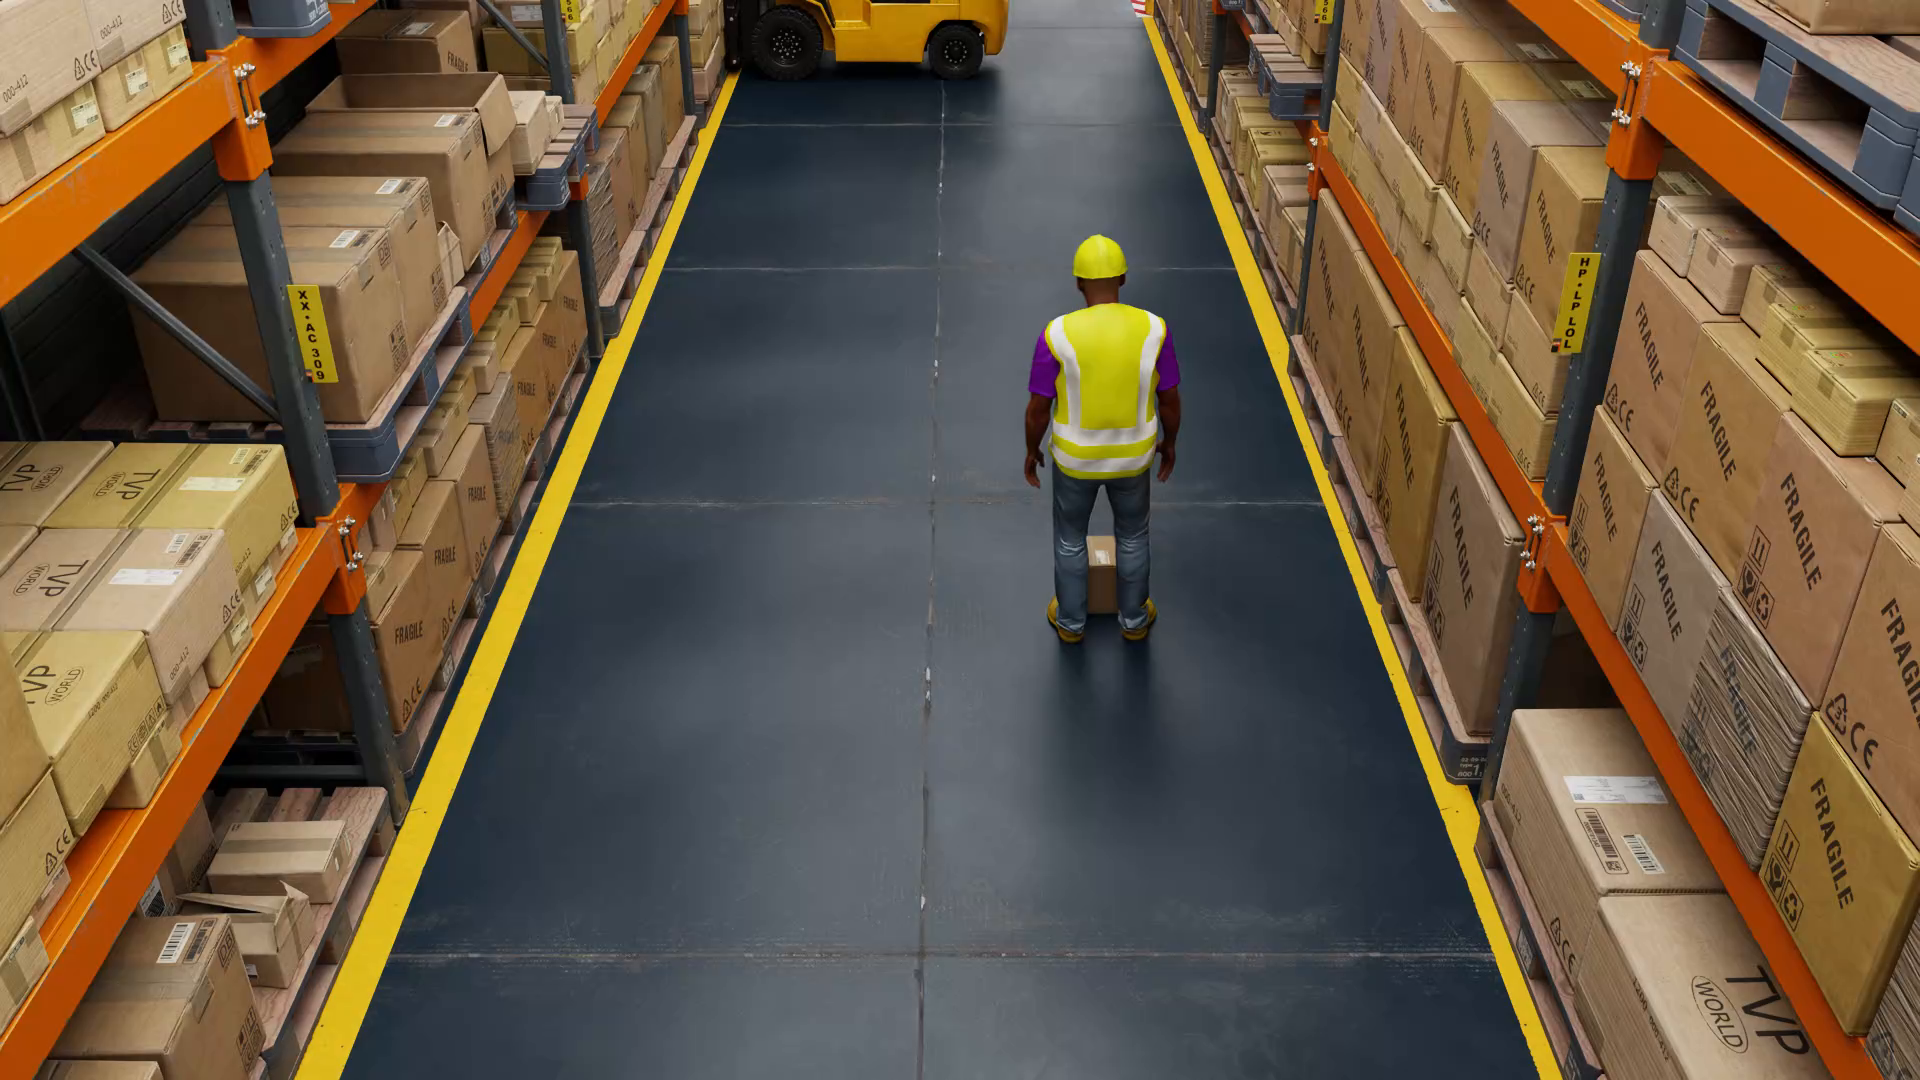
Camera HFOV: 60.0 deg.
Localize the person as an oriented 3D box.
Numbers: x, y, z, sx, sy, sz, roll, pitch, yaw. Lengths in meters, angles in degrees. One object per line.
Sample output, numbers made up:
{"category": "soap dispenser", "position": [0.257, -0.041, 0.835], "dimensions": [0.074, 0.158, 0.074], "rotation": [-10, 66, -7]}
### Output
{"category": "person", "position": [0.568, -0.372, 6.728], "dimensions": [0.629, 1.759, 0.460], "rotation": [-2, 31, -3]}
